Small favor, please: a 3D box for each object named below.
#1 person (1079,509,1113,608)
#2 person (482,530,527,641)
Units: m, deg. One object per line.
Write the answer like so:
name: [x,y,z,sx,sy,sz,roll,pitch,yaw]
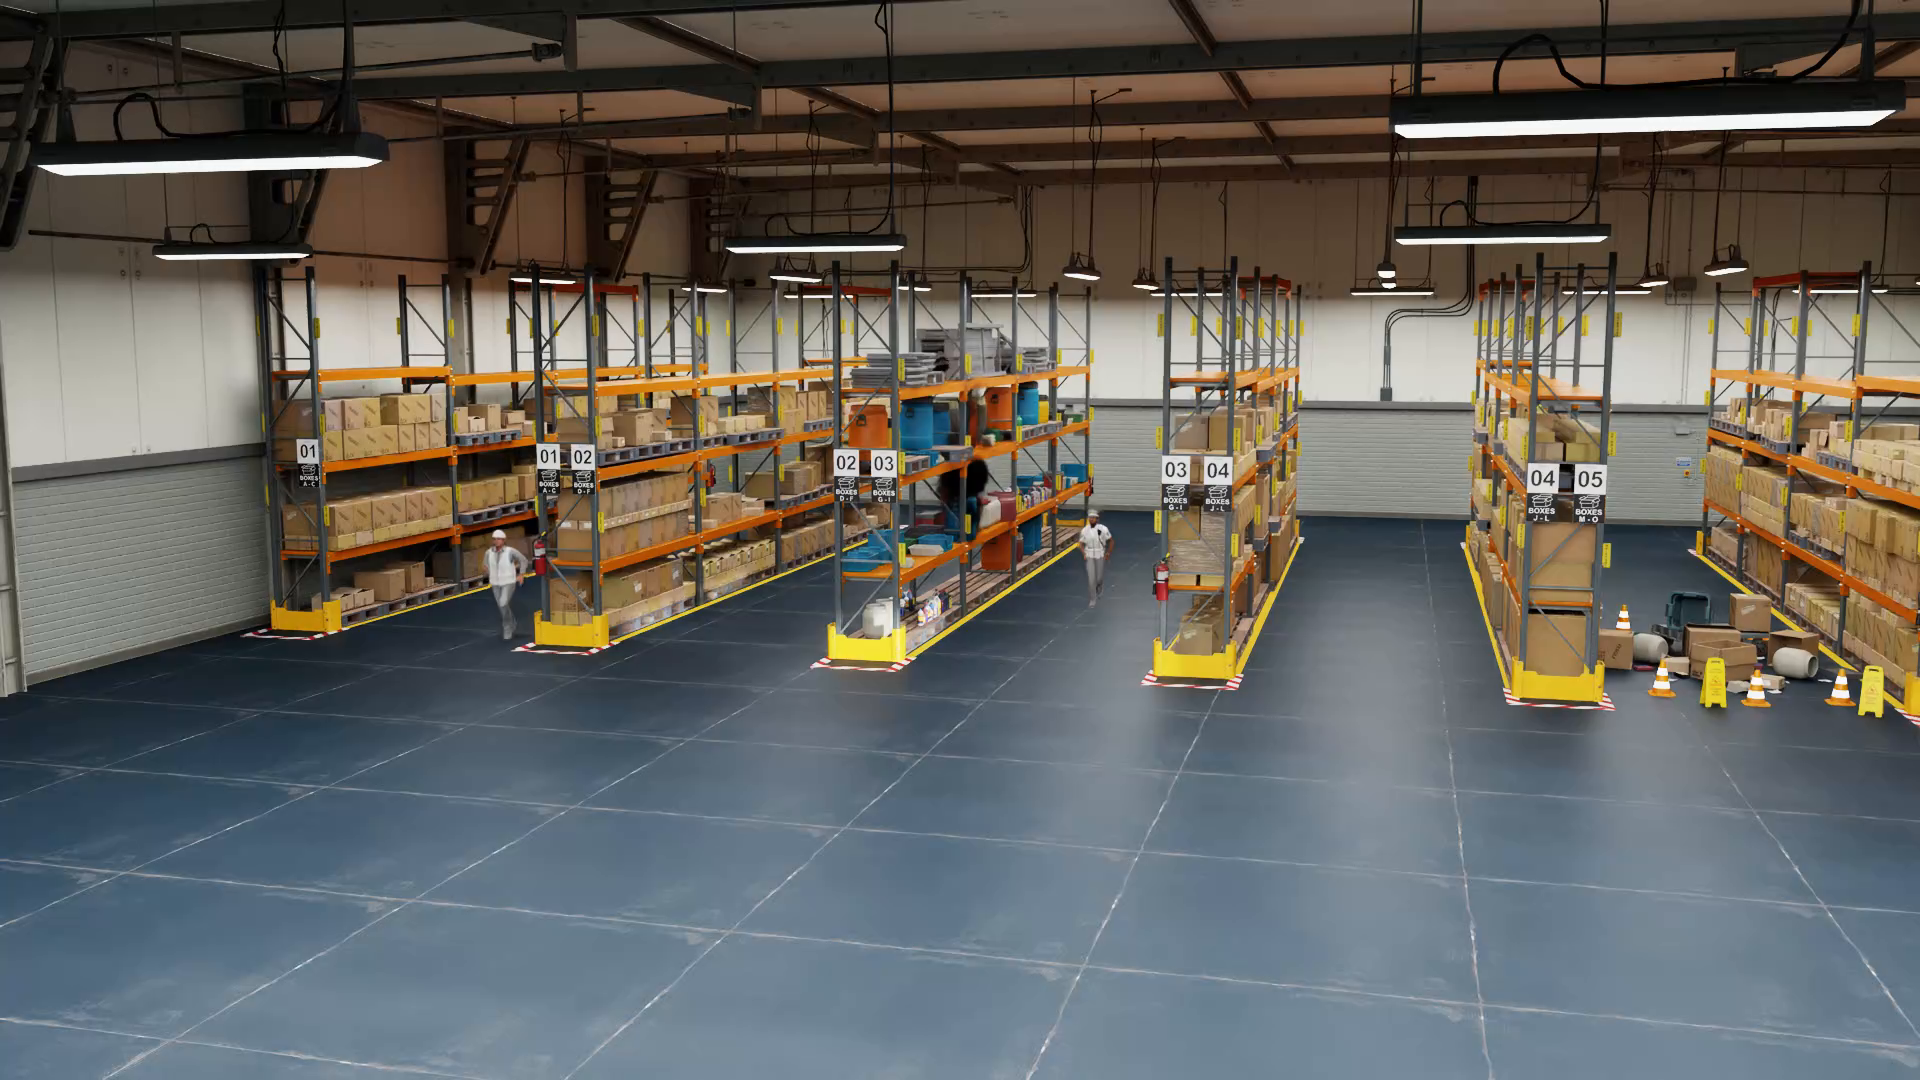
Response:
person: [2.299,0.303,28.349,0.554,1.683,0.634,2,7,13]
person: [-7.423,0.720,27.020,0.682,1.794,0.807,2,7,12]
